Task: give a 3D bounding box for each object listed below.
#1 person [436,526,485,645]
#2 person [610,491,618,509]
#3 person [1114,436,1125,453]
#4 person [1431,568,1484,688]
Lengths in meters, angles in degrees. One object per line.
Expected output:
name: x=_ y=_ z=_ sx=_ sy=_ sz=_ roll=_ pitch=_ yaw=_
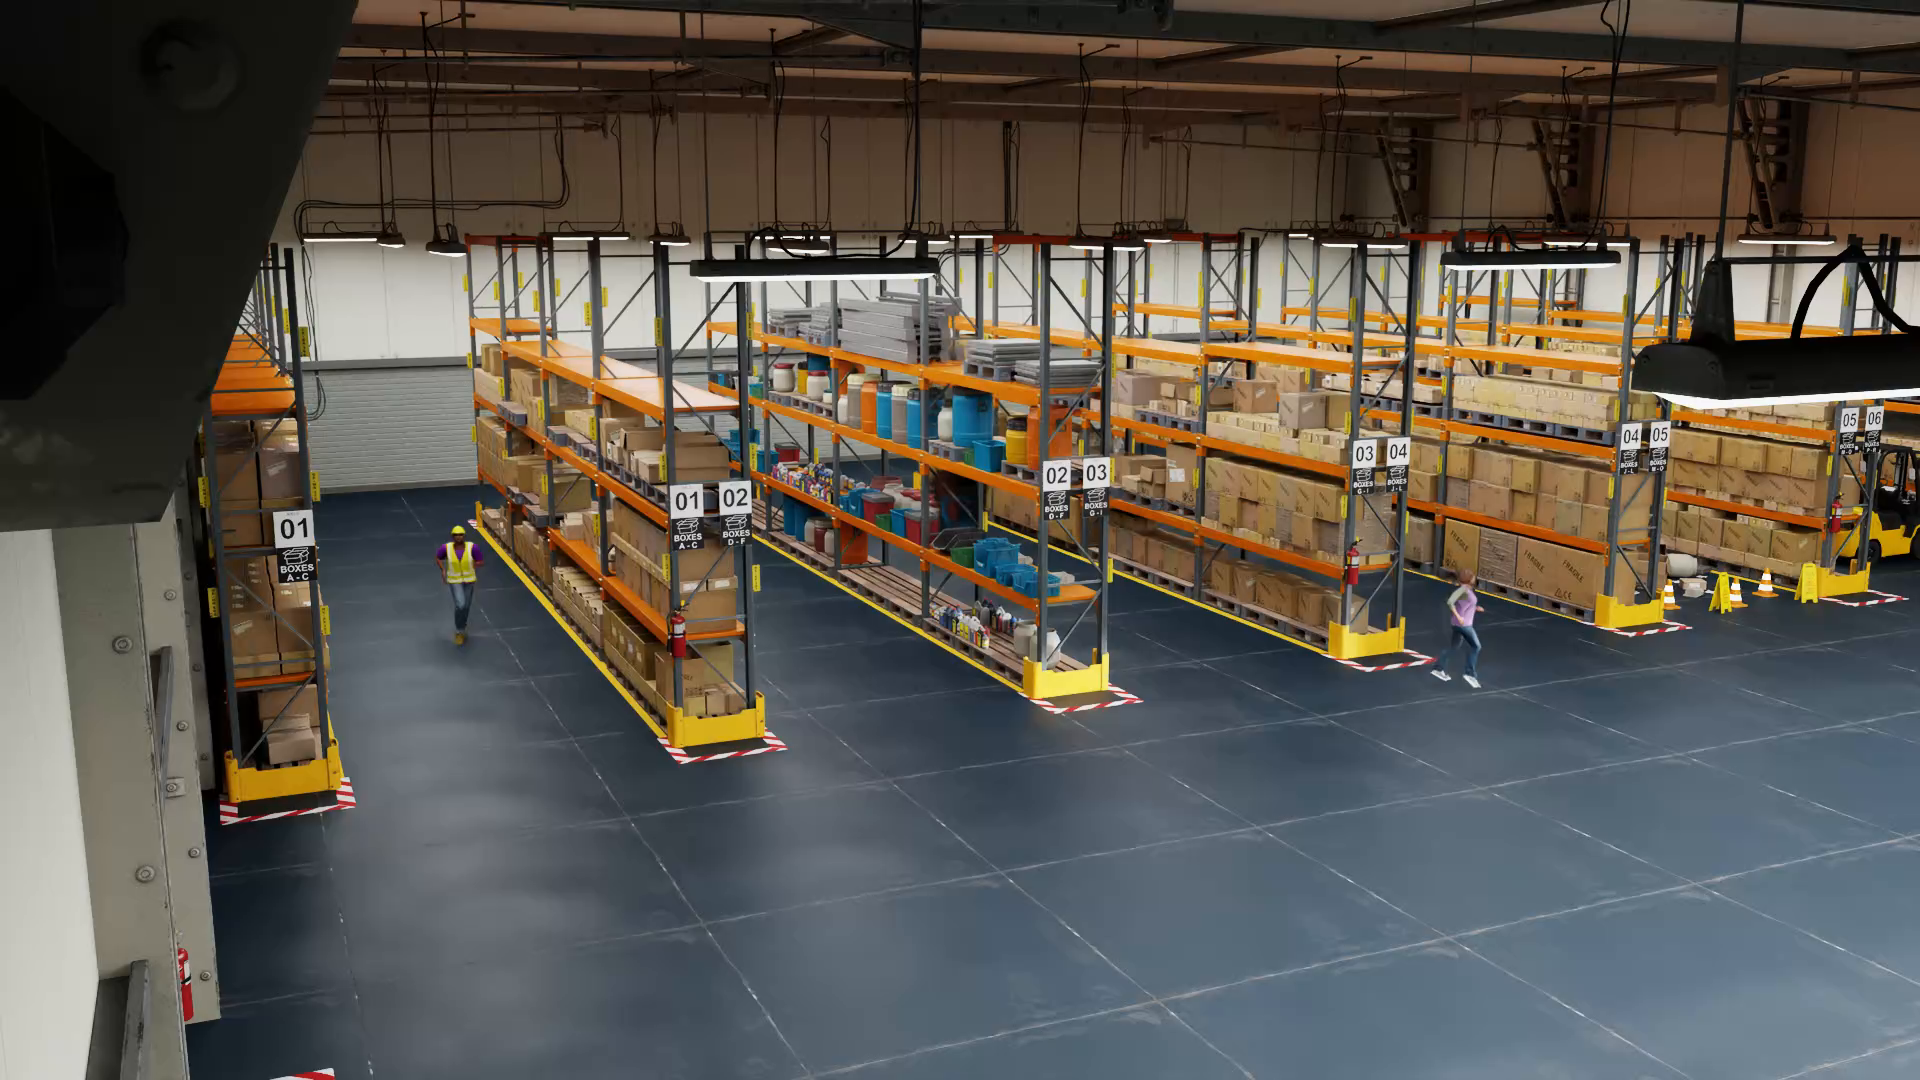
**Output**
person: x=-7.509 y=0.674 z=25.123 sx=0.660 sy=1.829 sz=0.755 roll=-6 pitch=12 yaw=-26
person: x=-7.089 y=-1.011 z=34.140 sx=0.534 sy=1.710 sz=0.829 roll=-8 pitch=14 yaw=-37
person: x=4.071 y=-2.607 z=42.031 sx=0.616 sy=1.749 sz=0.677 roll=-3 pitch=11 yaw=-14
person: x=6.837 y=1.190 z=22.836 sx=0.658 sy=1.638 sz=0.543 roll=2 pitch=11 yaw=10
